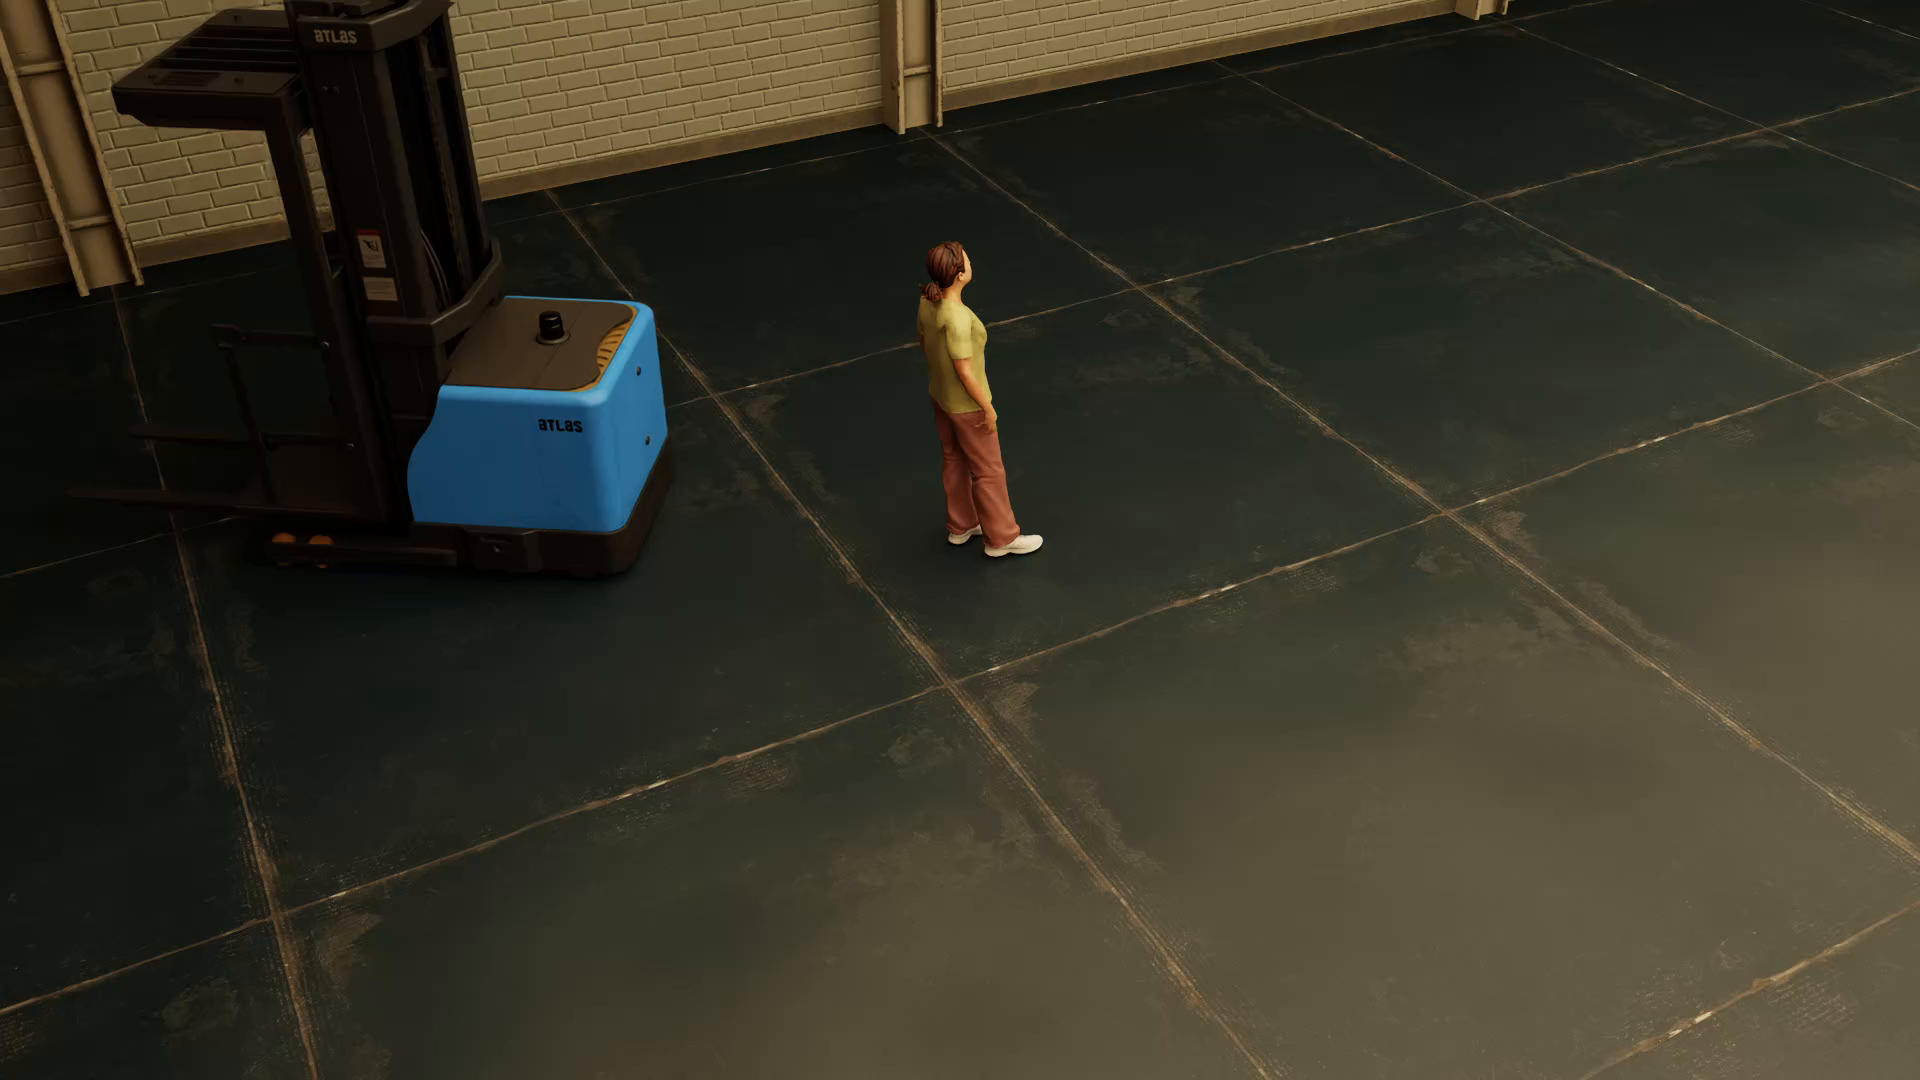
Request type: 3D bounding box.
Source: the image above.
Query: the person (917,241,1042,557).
[{"bbox_3d":[0.071,-0.705,8.195,0.548,1.673,0.554,-17,39,-23],"label":"person"}]

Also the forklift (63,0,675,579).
[{"bbox_3d":[-3.107,-1.354,8.039,3.031,2.935,1.130,3,35,5],"label":"forklift"}]
